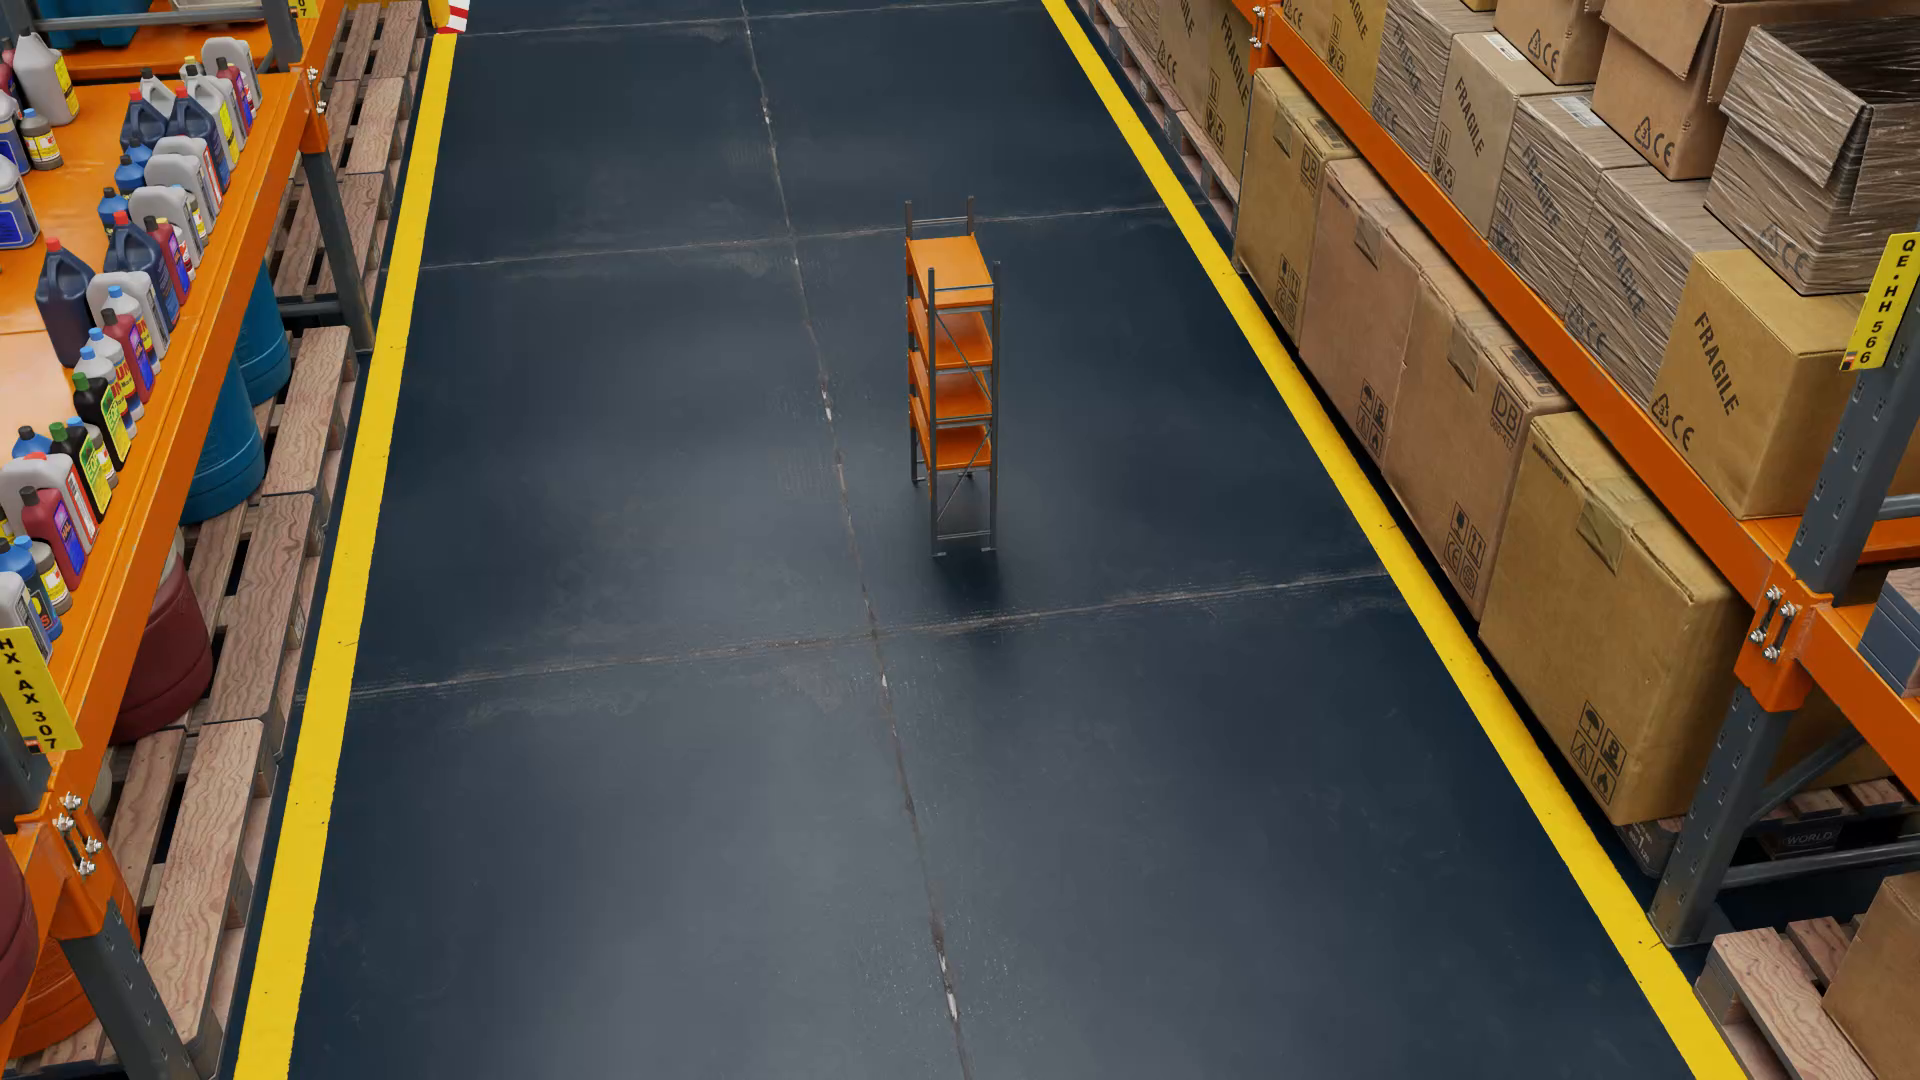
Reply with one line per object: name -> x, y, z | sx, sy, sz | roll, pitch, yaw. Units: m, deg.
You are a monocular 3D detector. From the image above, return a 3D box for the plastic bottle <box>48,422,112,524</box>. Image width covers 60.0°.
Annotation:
plastic bottle -> -2.196, -0.187, 4.141 | 0.061, 0.283, 0.133 | -6, 38, -8

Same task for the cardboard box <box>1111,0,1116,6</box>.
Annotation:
cardboard box -> 1.286, -3.885, 10.196 | 0.875, 0.875, 0.875 | -6, 38, -8

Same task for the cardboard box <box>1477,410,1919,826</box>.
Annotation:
cardboard box -> 2.397, 0.150, 5.002 | 1.225, 0.875, 0.875 | -8, 39, -10

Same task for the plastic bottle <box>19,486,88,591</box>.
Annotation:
plastic bottle -> -2.149, -0.025, 3.932 | 0.061, 0.283, 0.133 | -6, 38, -8

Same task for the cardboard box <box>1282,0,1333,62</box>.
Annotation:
cardboard box -> 1.631, -2.255, 6.626 | 0.500, 0.500, 0.500 | -6, 38, -8

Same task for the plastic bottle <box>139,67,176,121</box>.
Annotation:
plastic bottle -> -2.739, -1.433, 5.689 | 0.144, 0.351, 0.185 | -6, 38, -8

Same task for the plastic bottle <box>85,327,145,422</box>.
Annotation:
plastic bottle -> -2.292, -0.448, 4.487 | 0.097, 0.271, 0.097 | 0, 38, 0

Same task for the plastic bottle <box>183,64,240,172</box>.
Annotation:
plastic bottle -> -2.597, -1.448, 5.709 | 0.144, 0.351, 0.185 | -6, 38, -8

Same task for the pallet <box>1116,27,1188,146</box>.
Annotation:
pallet -> 1.523, -2.625, 9.457 | 1.003, 0.211, 1.213 | -6, 38, -8

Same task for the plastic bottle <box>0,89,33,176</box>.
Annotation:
plastic bottle -> -3.310, -1.397, 5.704 | 0.152, 0.276, 0.135 | -6, 38, -8

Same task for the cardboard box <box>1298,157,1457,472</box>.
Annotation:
cardboard box -> 2.086, -0.923, 6.383 | 1.225, 0.875, 0.875 | -7, 38, -10

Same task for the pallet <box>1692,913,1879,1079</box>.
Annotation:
pallet -> 2.633, 1.469, 4.187 | 1.003, 0.211, 1.213 | -6, 38, -8

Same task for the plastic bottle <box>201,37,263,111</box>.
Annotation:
plastic bottle -> -2.693, -1.735, 6.140 | 0.152, 0.276, 0.135 | -6, 38, -8

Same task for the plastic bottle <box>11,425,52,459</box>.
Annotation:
plastic bottle -> -2.271, -0.163, 4.120 | 0.097, 0.271, 0.097 | 0, 38, 0

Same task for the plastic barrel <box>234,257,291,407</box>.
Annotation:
plastic barrel -> -3.001, -0.994, 6.453 | 0.600, 0.901, 0.708 | -6, 38, -8

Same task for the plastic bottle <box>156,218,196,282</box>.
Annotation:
plastic bottle -> -2.429, -0.892, 5.115 | 0.097, 0.201, 0.097 | 0, 38, 0

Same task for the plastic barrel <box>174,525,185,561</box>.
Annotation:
plastic barrel -> -2.866, -0.062, 5.571 | 0.421, 0.512, 0.421 | 0, 38, 0

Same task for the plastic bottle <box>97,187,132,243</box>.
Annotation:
plastic bottle -> -2.595, -0.962, 5.149 | 0.097, 0.271, 0.097 | 0, 38, 0

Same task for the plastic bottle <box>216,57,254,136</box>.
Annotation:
plastic bottle -> -2.607, -1.603, 5.964 | 0.061, 0.283, 0.133 | -6, 38, -8

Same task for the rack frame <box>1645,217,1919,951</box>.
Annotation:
rack frame -> 2.498, -0.104, 3.939 | 1.000, 3.000, 0.127 | -6, 38, -8

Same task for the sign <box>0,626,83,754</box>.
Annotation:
sign -> -1.838, 0.300, 3.285 | 0.100, 0.325, 0.005 | -6, 38, -8

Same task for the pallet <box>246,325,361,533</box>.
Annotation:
pallet -> -2.986, -0.416, 6.613 | 1.003, 0.211, 1.213 | -6, 38, -8

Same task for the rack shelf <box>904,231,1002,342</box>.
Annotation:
rack shelf -> -0.029, -0.884, 5.770 | 0.258, 0.148, 0.480 | -6, 38, -8

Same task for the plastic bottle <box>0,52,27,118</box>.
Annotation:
plastic bottle -> -3.412, -1.594, 5.951 | 0.061, 0.283, 0.133 | -6, 38, -8

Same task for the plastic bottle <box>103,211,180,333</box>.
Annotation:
plastic bottle -> -2.403, -0.783, 4.853 | 0.144, 0.351, 0.185 | -6, 38, -8

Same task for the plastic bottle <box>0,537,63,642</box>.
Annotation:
plastic bottle -> -2.130, 0.110, 3.768 | 0.097, 0.271, 0.097 | 0, 38, 0

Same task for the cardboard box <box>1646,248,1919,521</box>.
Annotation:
cardboard box -> 2.167, -0.415, 4.258 | 0.500, 0.500, 0.500 | -5, 38, -7

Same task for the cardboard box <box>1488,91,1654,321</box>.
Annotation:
cardboard box -> 1.991, -1.030, 5.050 | 0.500, 0.500, 0.500 | -7, 38, -9

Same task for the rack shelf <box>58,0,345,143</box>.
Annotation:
rack shelf -> -3.431, -2.912, 8.139 | 1.077, 0.370, 4.000 | -6, 38, -8

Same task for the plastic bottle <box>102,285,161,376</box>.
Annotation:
plastic bottle -> -2.332, -0.588, 4.666 | 0.097, 0.271, 0.097 | 0, 38, 0

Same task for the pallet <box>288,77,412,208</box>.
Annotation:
pallet -> -3.464, -2.065, 8.736 | 1.003, 0.211, 1.213 | -6, 38, -8

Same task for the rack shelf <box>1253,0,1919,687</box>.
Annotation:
rack shelf -> 2.147, -1.028, 5.715 | 1.077, 0.370, 4.000 | -6, 38, -8

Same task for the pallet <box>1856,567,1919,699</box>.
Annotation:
pallet -> 2.727, 0.390, 3.459 | 1.213, 0.211, 1.003 | -6, 38, -8

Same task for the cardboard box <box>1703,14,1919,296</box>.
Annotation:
cardboard box -> 2.385, -0.983, 4.172 | 0.797, 0.503, 0.637 | -5, 38, -6

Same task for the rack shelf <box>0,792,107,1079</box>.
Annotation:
rack shelf -> -2.028, 1.920, 1.919 | 1.077, 0.370, 4.000 | -6, 38, -8

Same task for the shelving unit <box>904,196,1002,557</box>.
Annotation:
shelving unit -> -0.029, -0.574, 6.011 | 0.258, 1.200, 0.503 | -6, 38, -8

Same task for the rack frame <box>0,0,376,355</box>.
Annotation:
rack frame -> -3.080, -1.988, 6.363 | 1.000, 3.000, 0.127 | -6, 38, -8

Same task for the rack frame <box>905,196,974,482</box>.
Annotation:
rack frame -> -0.072, -0.721, 6.200 | 0.240, 1.200, 0.015 | -6, 38, -8

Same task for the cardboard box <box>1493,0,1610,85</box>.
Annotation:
cardboard box -> 2.150, -1.782, 5.199 | 0.797, 0.503, 0.637 | -5, 38, -6

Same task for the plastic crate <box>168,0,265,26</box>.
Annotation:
plastic crate -> -3.021, -2.204, 6.808 | 0.396, 0.136, 0.243 | -6, 38, -8

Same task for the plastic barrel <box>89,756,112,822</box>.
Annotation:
plastic barrel -> -2.668, 0.620, 4.693 | 0.421, 0.512, 0.421 | 0, 38, 0

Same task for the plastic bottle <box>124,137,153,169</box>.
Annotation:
plastic bottle -> -2.660, -1.184, 5.433 | 0.097, 0.271, 0.097 | 0, 38, 0

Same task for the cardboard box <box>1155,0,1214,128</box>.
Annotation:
cardboard box -> 1.602, -2.798, 8.796 | 0.875, 0.875, 0.875 | -6, 38, -8

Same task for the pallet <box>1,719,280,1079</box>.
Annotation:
pallet -> -2.558, 1.058, 4.716 | 1.003, 0.211, 1.213 | -6, 38, -8

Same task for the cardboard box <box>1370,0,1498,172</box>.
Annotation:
cardboard box -> 1.807, -1.649, 5.846 | 0.500, 0.500, 0.500 | -7, 38, -9

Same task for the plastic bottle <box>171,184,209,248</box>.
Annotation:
plastic bottle -> -2.469, -1.032, 5.296 | 0.097, 0.201, 0.097 | 0, 38, 0

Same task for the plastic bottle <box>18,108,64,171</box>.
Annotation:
plastic bottle -> -3.190, -1.392, 5.759 | 0.097, 0.201, 0.097 | 0, 38, 0

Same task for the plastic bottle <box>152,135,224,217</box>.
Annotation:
plastic bottle -> -2.540, -1.210, 5.464 | 0.152, 0.276, 0.135 | -6, 38, -8

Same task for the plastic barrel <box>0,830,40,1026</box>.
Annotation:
plastic barrel -> -1.999, 0.622, 2.893 | 0.600, 0.536, 0.708 | -6, 38, -8

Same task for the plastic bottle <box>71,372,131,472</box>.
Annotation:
plastic bottle -> -2.236, -0.326, 4.320 | 0.061, 0.283, 0.133 | -6, 38, -8

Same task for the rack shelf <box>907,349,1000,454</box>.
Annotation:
rack shelf -> -0.029, -0.521, 6.052 | 0.258, 0.148, 0.480 | -6, 38, -8

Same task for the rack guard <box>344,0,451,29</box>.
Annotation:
rack guard -> -3.798, -3.430, 10.257 | 1.175, 0.500, 0.348 | -6, 38, -8

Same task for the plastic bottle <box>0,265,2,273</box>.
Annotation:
plastic bottle -> -3.051, -0.914, 5.143 | 0.097, 0.201, 0.097 | 0, 38, 0
